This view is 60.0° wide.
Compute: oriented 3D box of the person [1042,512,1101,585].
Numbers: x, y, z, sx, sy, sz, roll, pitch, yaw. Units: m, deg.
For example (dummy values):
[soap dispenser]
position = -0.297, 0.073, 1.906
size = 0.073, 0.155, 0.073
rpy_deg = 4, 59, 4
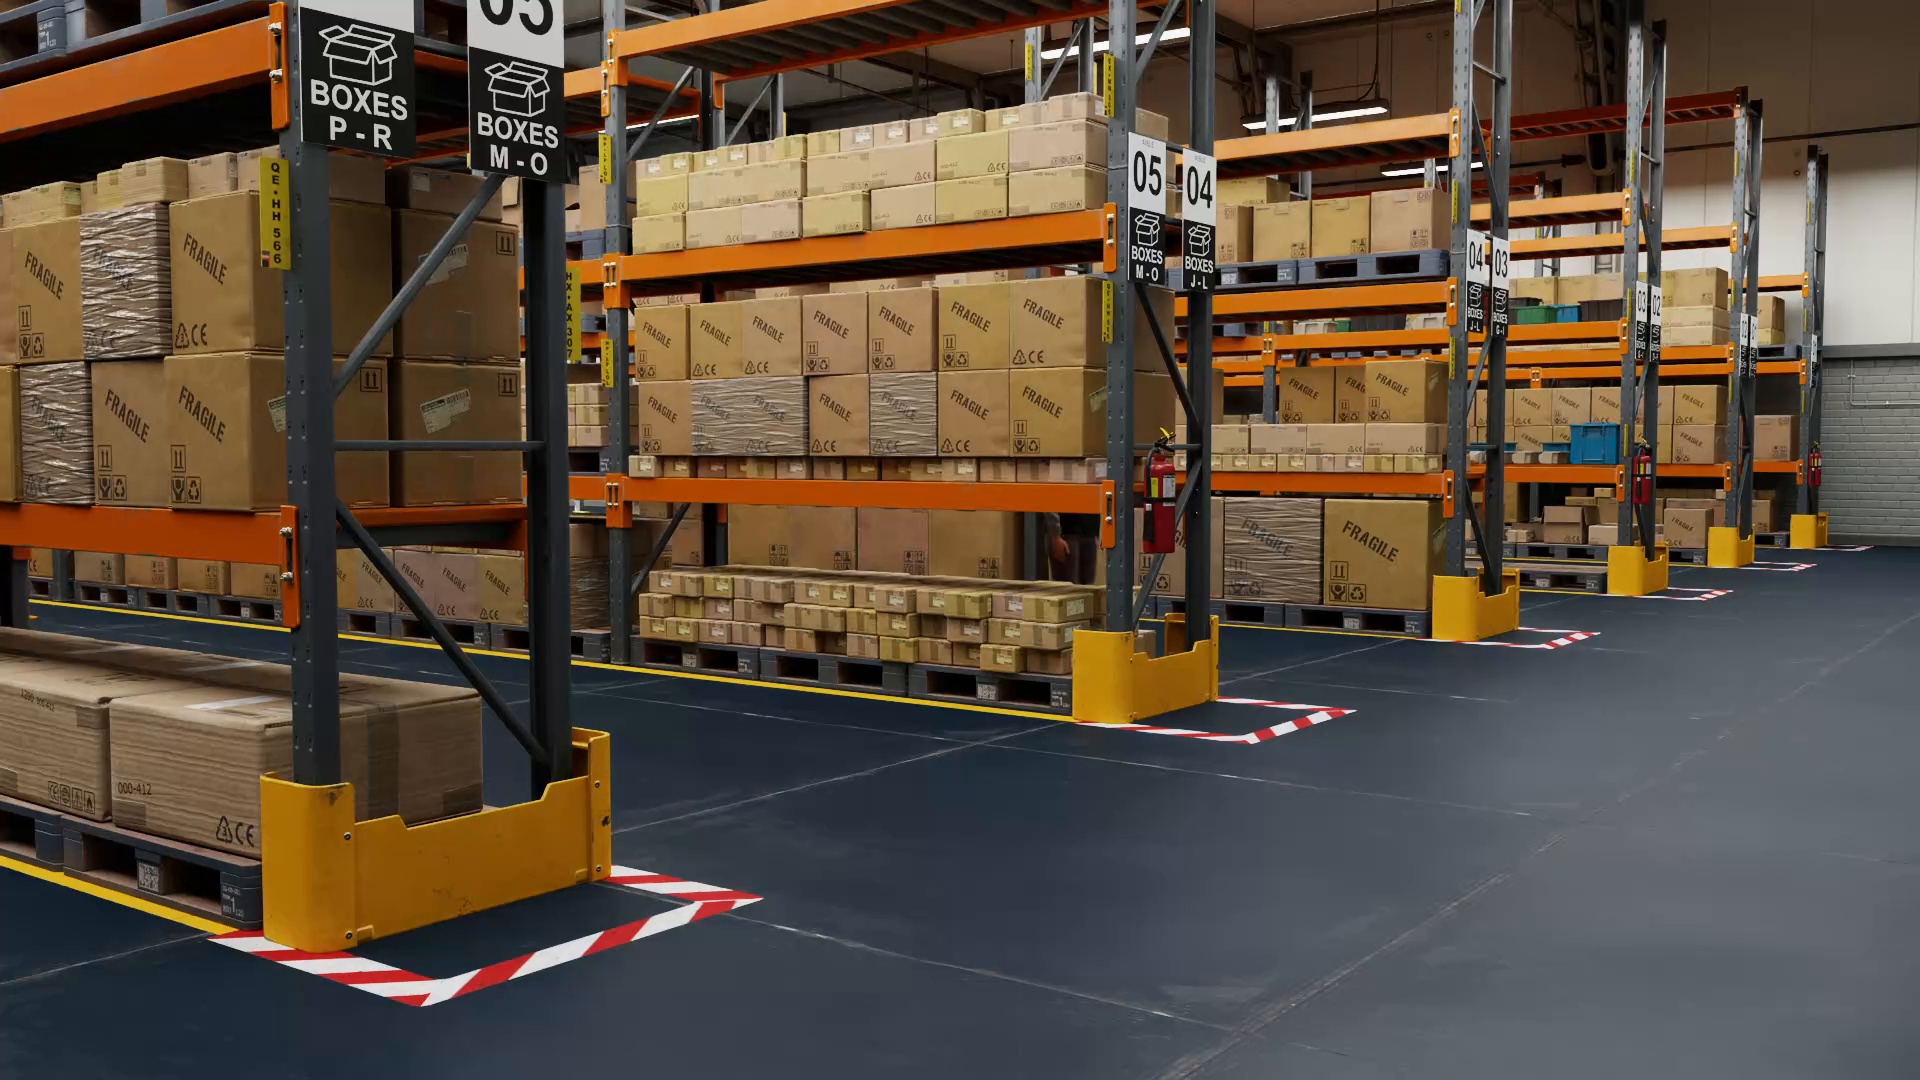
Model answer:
[person]
position = 0.791, 0.012, 11.647
size = 0.359, 1.736, 0.531
rpy_deg = 2, 4, 37
